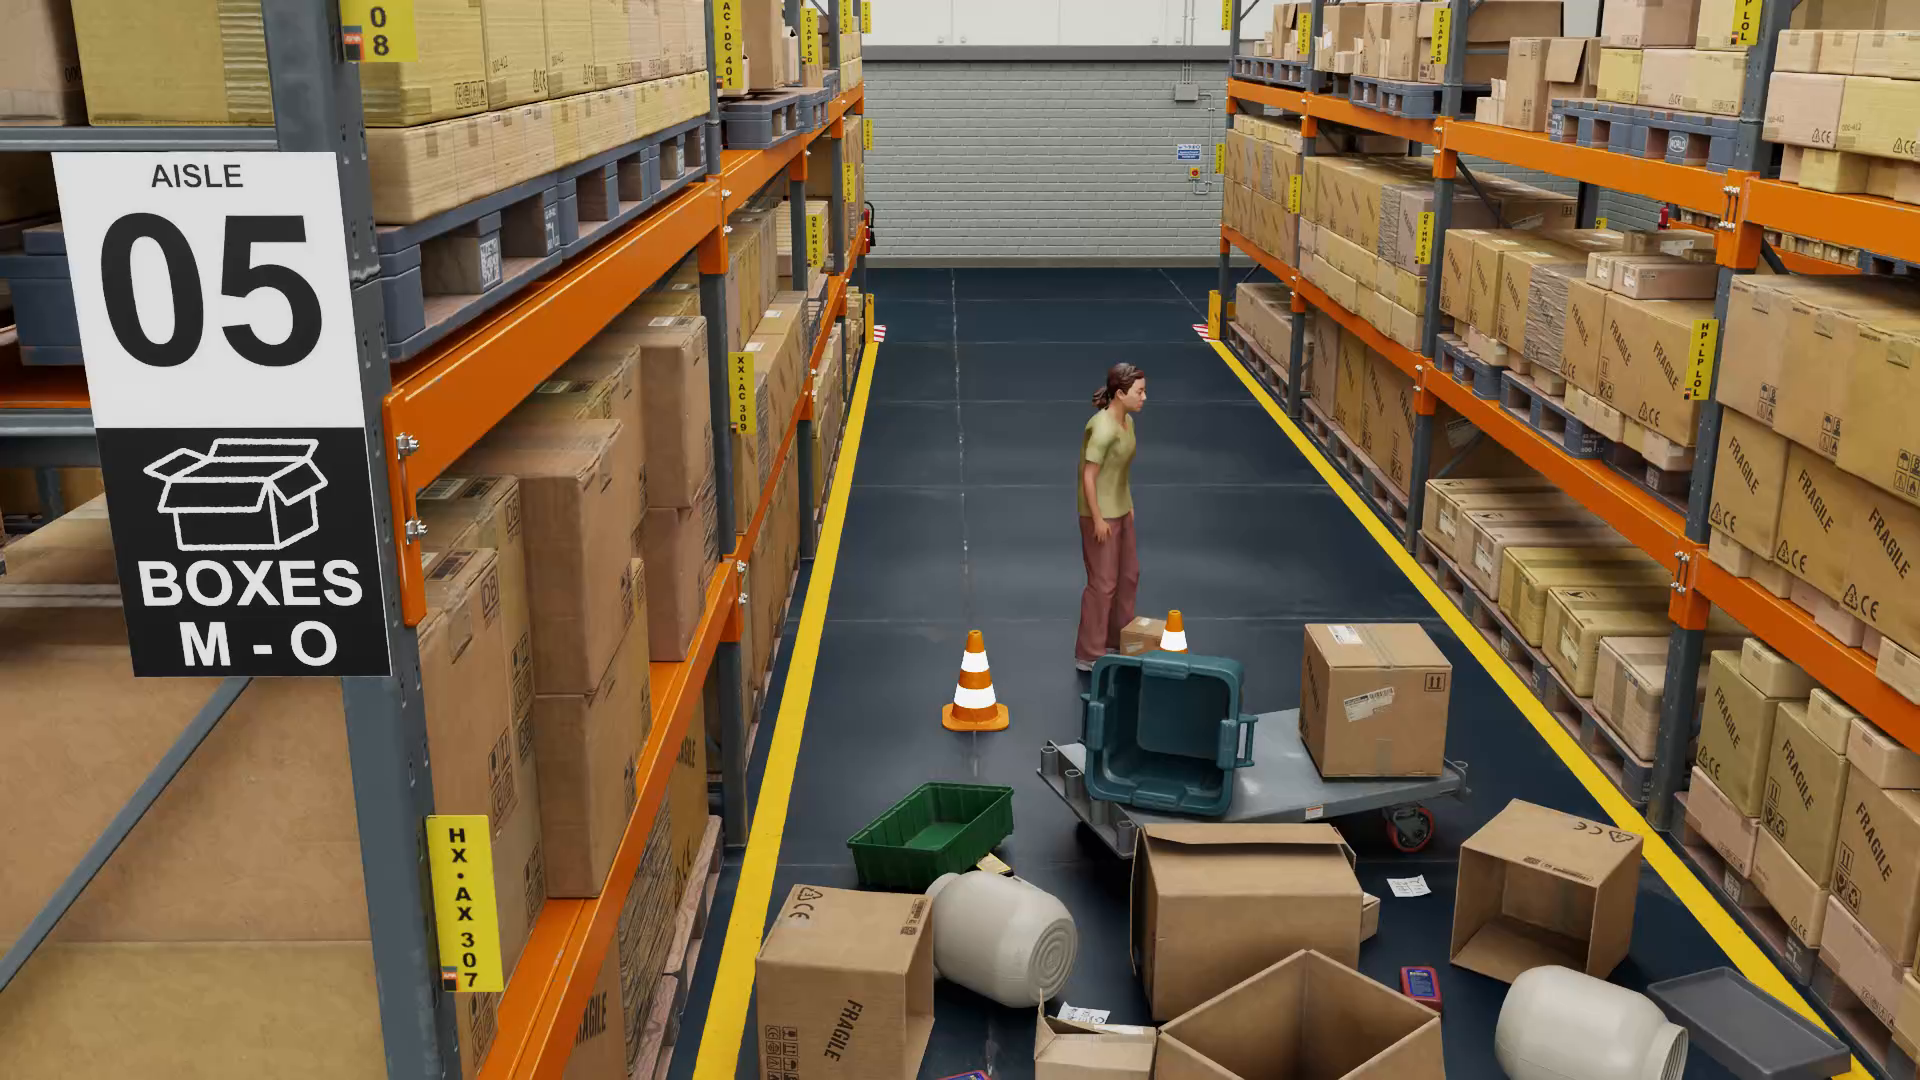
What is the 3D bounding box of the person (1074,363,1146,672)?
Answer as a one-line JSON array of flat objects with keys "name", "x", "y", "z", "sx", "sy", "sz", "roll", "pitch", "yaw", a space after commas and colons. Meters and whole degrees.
[{"name": "person", "x": 0.842, "y": -0.124, "z": 8.948, "sx": 0.407, "sy": 1.673, "sz": 0.517, "roll": 8, "pitch": 19, "yaw": 25}]
